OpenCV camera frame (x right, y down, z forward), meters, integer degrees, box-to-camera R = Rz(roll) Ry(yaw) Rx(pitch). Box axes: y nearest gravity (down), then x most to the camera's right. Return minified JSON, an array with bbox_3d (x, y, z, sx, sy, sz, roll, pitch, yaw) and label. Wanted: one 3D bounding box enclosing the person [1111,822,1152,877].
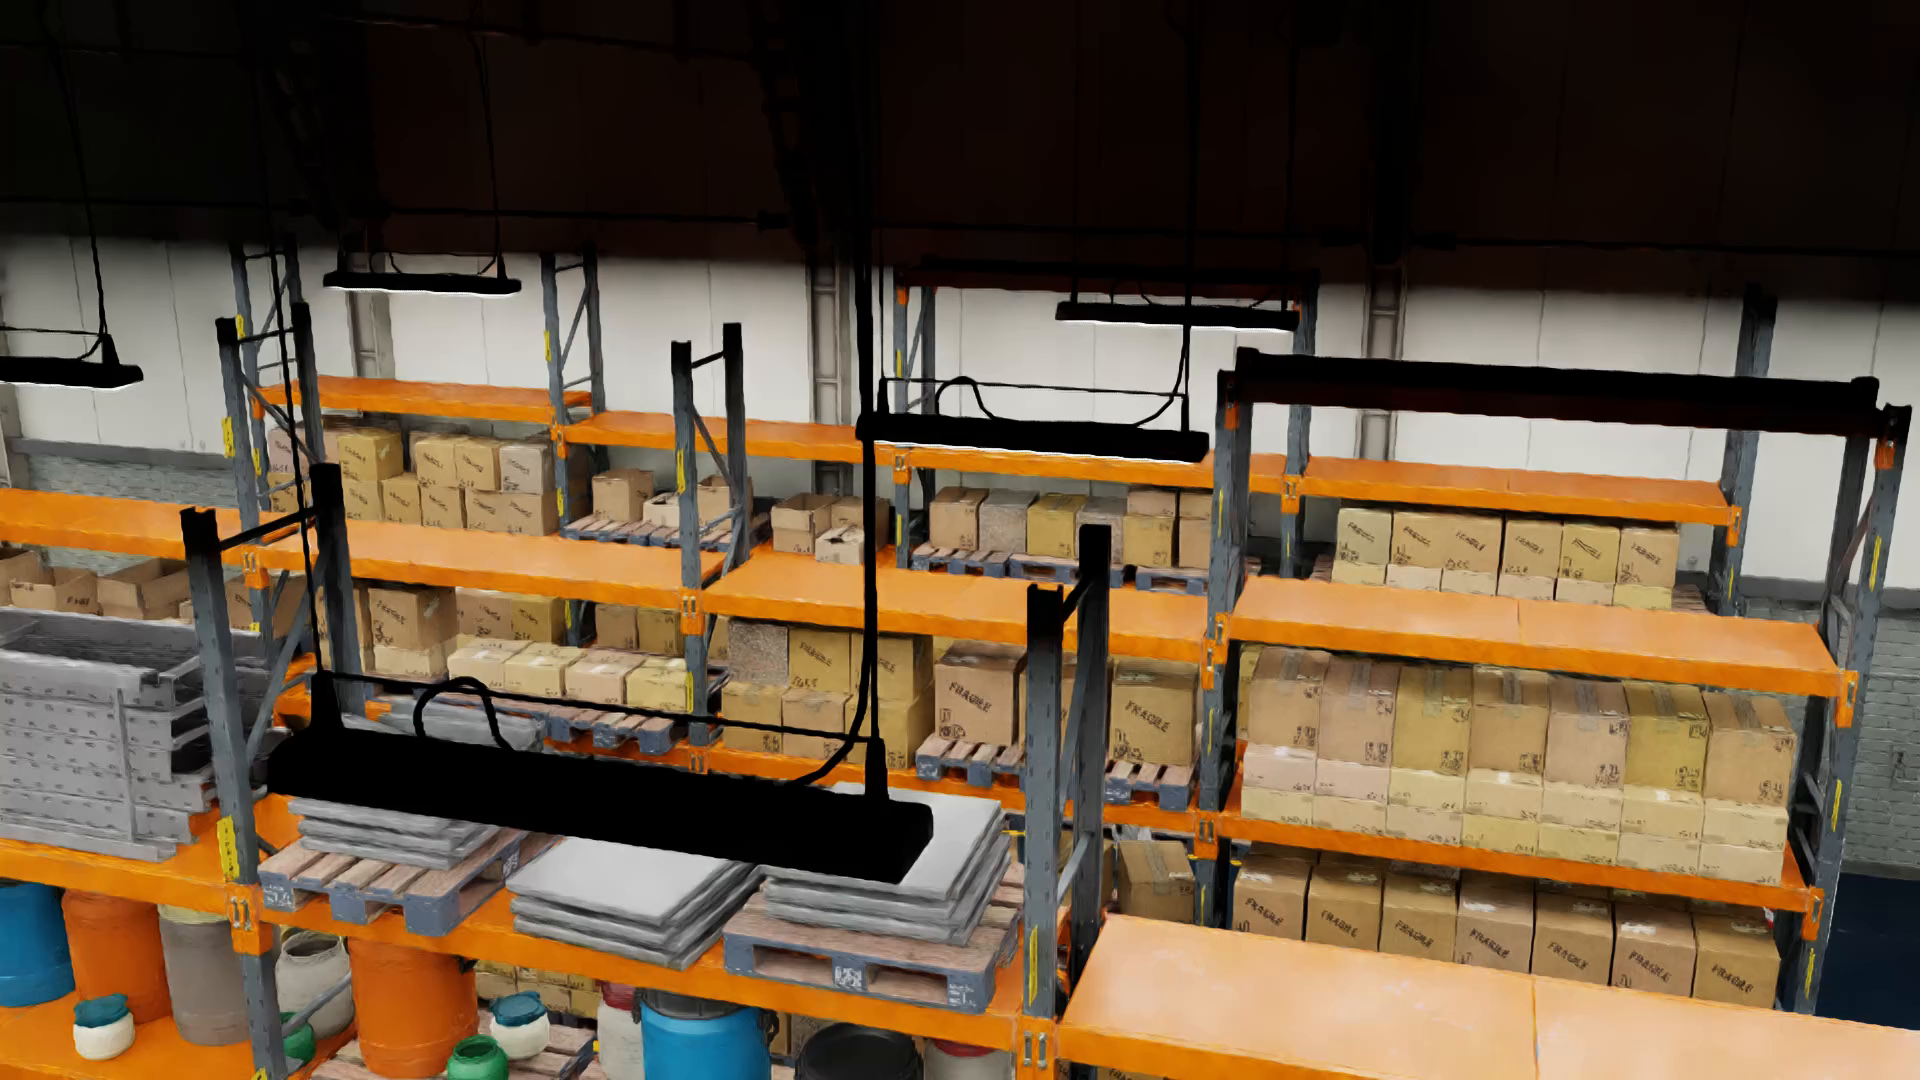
[{"bbox_3d":[1.612,2.941,15.466,0.574,1.726,0.677,4,17,14],"label":"person"}]
